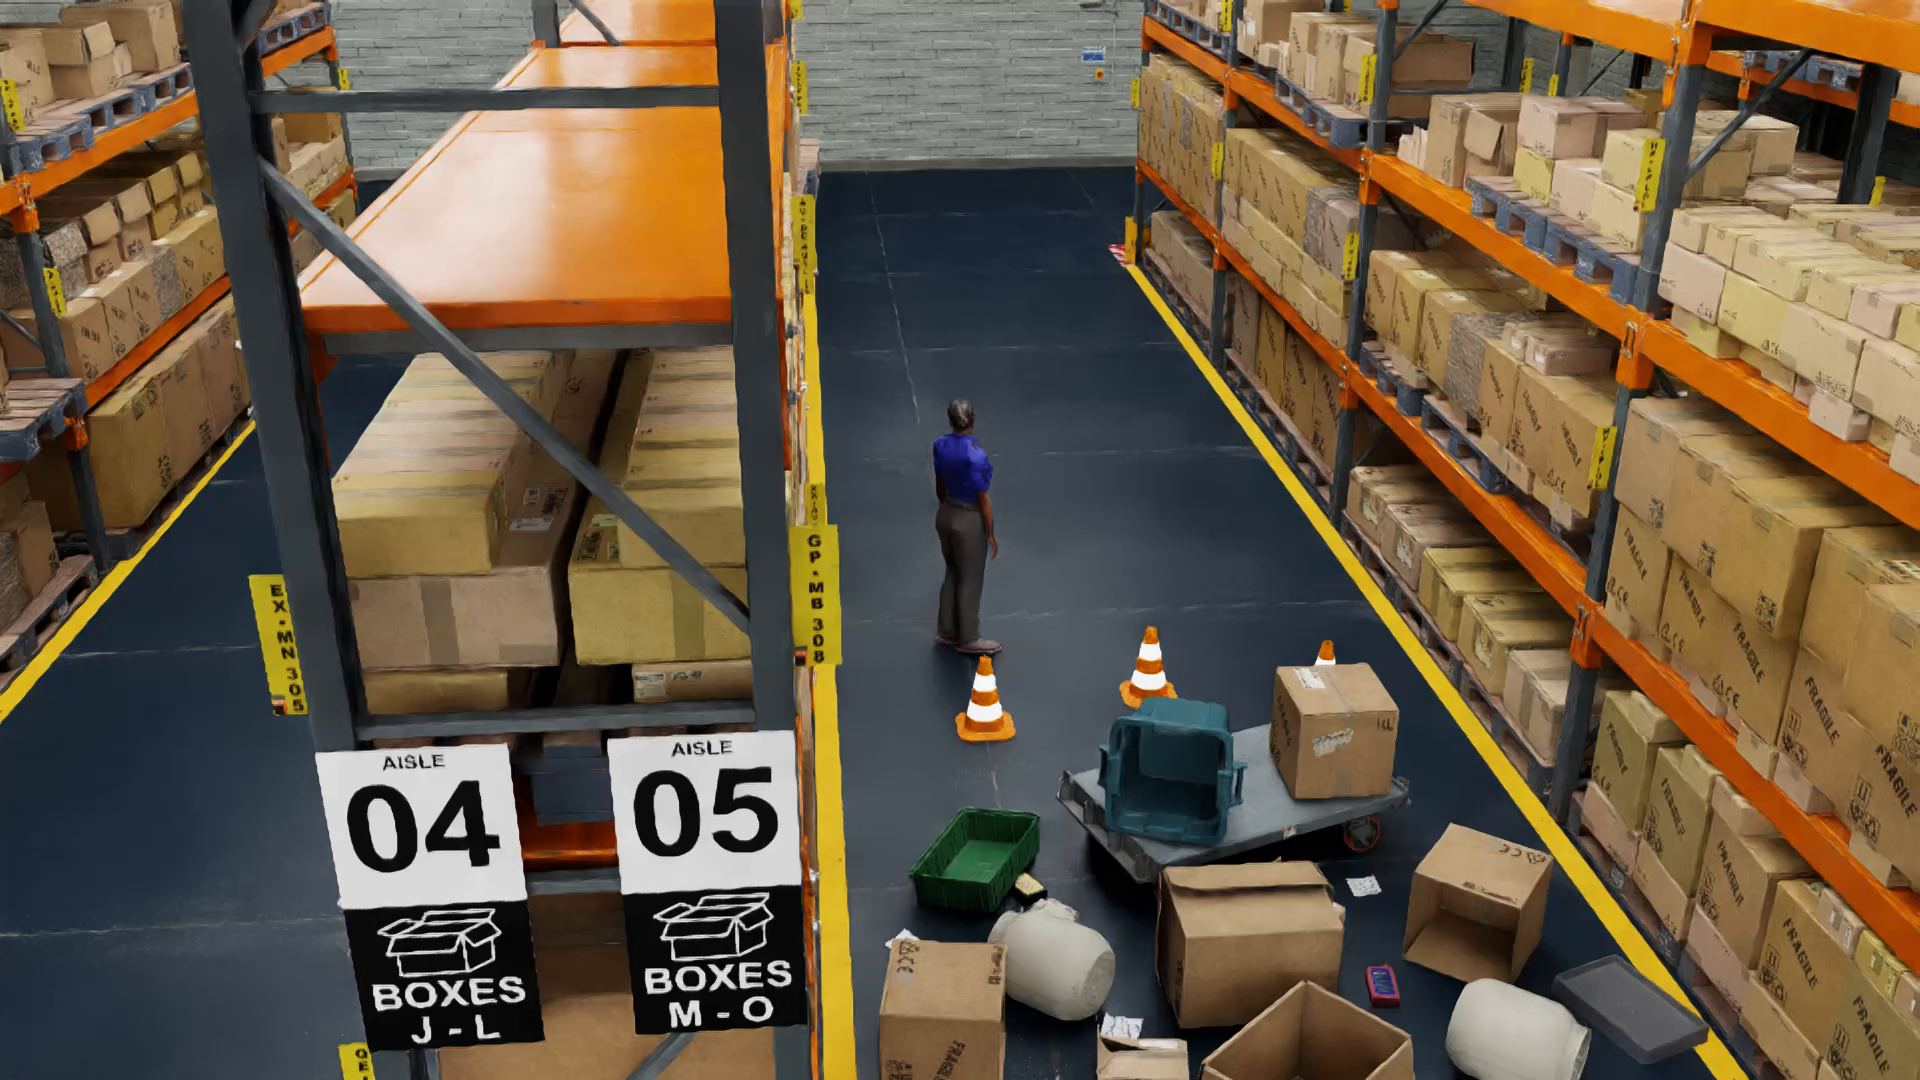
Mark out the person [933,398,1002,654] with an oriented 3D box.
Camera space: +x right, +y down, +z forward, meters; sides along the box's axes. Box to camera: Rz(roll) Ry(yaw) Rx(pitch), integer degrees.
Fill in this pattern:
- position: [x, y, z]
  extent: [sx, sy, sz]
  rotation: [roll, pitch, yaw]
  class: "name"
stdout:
- position: [0.025, -0.064, 10.497]
  extent: [0.351, 1.704, 0.540]
  rotation: [-16, 29, -32]
  class: "person"
